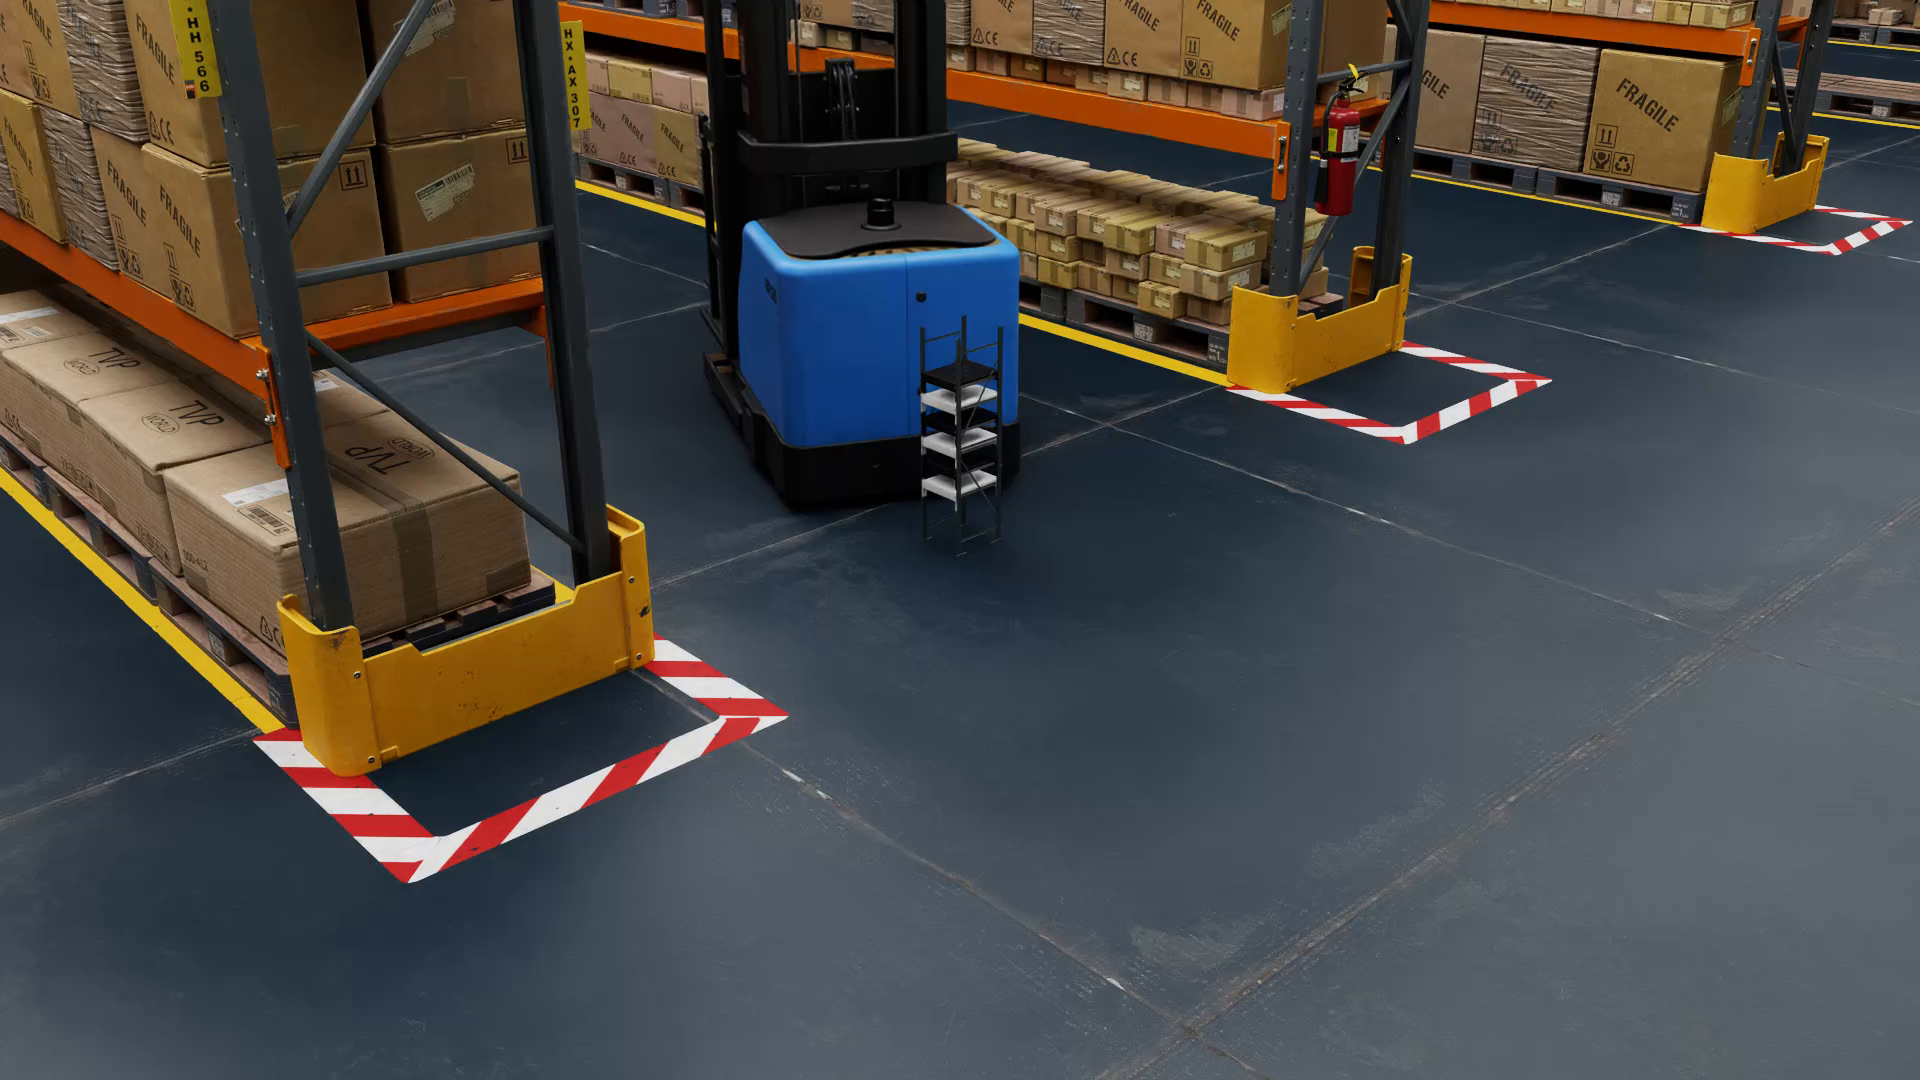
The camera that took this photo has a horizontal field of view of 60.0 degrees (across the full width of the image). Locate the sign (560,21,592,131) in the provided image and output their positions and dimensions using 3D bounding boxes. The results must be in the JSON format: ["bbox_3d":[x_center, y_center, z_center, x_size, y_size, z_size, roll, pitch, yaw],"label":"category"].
[{"bbox_3d":[-1.195,-1.429,5.131,0.100,0.325,0.005,-21,32,-38],"label":"sign"}]

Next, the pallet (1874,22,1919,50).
[{"bbox_3d":[11.436,-5.829,19.274,1.003,0.211,1.213,-21,32,-38],"label":"pallet"}]

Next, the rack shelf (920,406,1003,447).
[{"bbox_3d":[0.006,-0.459,6.534,0.258,0.077,0.200,-21,32,-38],"label":"rack shelf"}]

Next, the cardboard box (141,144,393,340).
[{"bbox_3d":[-2.127,-0.960,5.121,0.500,0.500,0.500,-21,32,-38],"label":"cardboard box"}]

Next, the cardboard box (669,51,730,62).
[{"bbox_3d":[-1.818,-3.501,12.412,0.500,0.250,0.500,-20,31,-37],"label":"cardboard box"}]

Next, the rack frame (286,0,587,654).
[{"bbox_3d":[-1.607,-0.843,4.984,0.949,2.616,0.053,-21,32,-38],"label":"rack frame"}]

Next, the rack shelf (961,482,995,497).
[{"bbox_3d":[0.006,-0.226,6.640,0.199,0.015,0.184,-21,32,-38],"label":"rack shelf"}]

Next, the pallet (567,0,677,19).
[{"bbox_3d":[-2.145,-4.027,12.195,1.003,0.211,1.213,-21,32,-38],"label":"pallet"}]

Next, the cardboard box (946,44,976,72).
[{"bbox_3d":[0.096,-2.812,9.604,0.380,0.149,0.250,-20,31,-36],"label":"cardboard box"}]

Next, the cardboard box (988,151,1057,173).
[{"bbox_3d":[0.391,-2.325,10.445,0.250,0.149,0.380,22,32,39],"label":"cardboard box"}]

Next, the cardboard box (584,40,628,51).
[{"bbox_3d":[-2.887,-3.666,12.775,0.500,0.250,0.500,-22,32,-39],"label":"cardboard box"}]

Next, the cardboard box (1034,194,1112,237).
[{"bbox_3d":[0.638,-1.829,9.357,0.380,0.149,0.250,-20,31,-37],"label":"cardboard box"}]

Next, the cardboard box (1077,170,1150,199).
[{"bbox_3d":[0.916,-2.092,9.933,0.380,0.149,0.250,-21,32,-38],"label":"cardboard box"}]

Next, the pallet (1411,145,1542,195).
[{"bbox_3d":[4.196,-2.976,13.019,1.003,0.211,1.213,-21,32,-38],"label":"pallet"}]

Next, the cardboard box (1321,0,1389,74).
[{"bbox_3d":[1.835,-2.674,8.518,0.500,0.500,0.500,-19,31,-36],"label":"cardboard box"}]

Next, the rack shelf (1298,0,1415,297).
[{"bbox_3d":[1.942,-2.280,8.133,0.949,2.616,0.053,-21,32,-38],"label":"rack shelf"}]

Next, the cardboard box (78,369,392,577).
[{"bbox_3d":[-2.760,-0.316,6.409,0.875,0.438,0.875,-20,31,-37],"label":"cardboard box"}]

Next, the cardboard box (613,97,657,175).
[{"bbox_3d":[-2.182,-3.009,12.238,0.500,0.500,0.500,-22,33,-40],"label":"cardboard box"}]

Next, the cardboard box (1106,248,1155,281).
[{"bbox_3d":[1.014,-1.544,9.091,0.250,0.149,0.380,22,33,40],"label":"cardboard box"}]

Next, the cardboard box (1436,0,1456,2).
[{"bbox_3d":[3.741,-4.176,12.593,0.380,0.149,0.250,-21,32,-38],"label":"cardboard box"}]

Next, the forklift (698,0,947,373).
[{"bbox_3d":[-3.636,-2.661,6.309,7.407,5.209,9.711,-8,26,-16],"label":"forklift"}]

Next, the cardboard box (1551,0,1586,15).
[{"bbox_3d":[4.446,-3.864,11.909,0.273,0.149,0.395,21,32,38],"label":"cardboard box"}]

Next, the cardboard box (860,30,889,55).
[{"bbox_3d":[-0.388,-3.075,10.178,0.250,0.149,0.380,22,33,39],"label":"cardboard box"}]

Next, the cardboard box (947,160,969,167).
[{"bbox_3d":[-0.161,-2.257,10.295,0.380,0.149,0.250,-22,33,-40],"label":"cardboard box"}]

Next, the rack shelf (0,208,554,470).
[{"bbox_3d":[-2.972,-1.123,6.463,1.077,0.370,4.000,-21,32,-38],"label":"rack shelf"}]

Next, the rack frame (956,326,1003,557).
[{"bbox_3d":[0.075,-0.376,6.490,0.240,0.900,0.006,-21,32,-38],"label":"rack frame"}]

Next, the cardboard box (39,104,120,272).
[{"bbox_3d":[-2.818,-1.270,5.799,0.500,0.500,0.500,-20,31,-37],"label":"cardboard box"}]

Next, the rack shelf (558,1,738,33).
[{"bbox_3d":[-2.161,-3.858,12.224,0.919,0.124,3.809,-21,32,-38],"label":"rack shelf"}]

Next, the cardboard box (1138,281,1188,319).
[{"bbox_3d":[1.178,-1.322,8.963,0.380,0.149,0.250,-20,31,-37],"label":"cardboard box"}]

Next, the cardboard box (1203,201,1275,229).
[{"bbox_3d":[1.553,-1.748,9.180,0.380,0.149,0.250,-21,32,-38],"label":"cardboard box"}]

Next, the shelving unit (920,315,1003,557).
[{"bbox_3d":[-1.090,-4.804,12.405,8.426,4.047,12.137,-21,32,-38],"label":"shelving unit"}]

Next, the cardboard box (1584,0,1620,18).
[{"bbox_3d":[4.625,-3.786,11.738,0.380,0.149,0.250,-21,32,-38],"label":"cardboard box"}]

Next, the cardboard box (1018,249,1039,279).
[{"bbox_3d":[0.490,-1.646,9.673,0.380,0.149,0.250,-20,32,-37],"label":"cardboard box"}]

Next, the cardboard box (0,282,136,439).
[{"bbox_3d":[-3.988,-0.860,7.603,0.875,0.438,0.875,-22,32,-39],"label":"cardboard box"}]

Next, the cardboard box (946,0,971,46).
[{"bbox_3d":[0.022,-3.139,9.538,0.500,0.500,0.500,-22,33,-39],"label":"cardboard box"}]

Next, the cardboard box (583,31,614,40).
[{"bbox_3d":[-2.869,-3.965,13.429,0.500,0.250,0.500,-22,33,-40],"label":"cardboard box"}]

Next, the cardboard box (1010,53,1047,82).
[{"bbox_3d":[0.501,-2.674,9.300,0.380,0.149,0.250,-21,32,-38],"label":"cardboard box"}]

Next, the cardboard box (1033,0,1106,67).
[{"bbox_3d":[0.743,-2.831,8.863,0.500,0.500,0.500,-21,32,-38],"label":"cardboard box"}]

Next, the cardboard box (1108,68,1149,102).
[{"bbox_3d":[0.994,-2.411,8.725,0.380,0.149,0.250,-20,31,-37],"label":"cardboard box"}]

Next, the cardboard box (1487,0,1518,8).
[{"bbox_3d":[4.101,-4.019,12.247,0.380,0.149,0.250,-20,32,-37],"label":"cardboard box"}]

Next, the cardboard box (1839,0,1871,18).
[{"bbox_3d":[10.726,-6.647,20.188,0.500,0.500,0.500,-21,32,-38],"label":"cardboard box"}]

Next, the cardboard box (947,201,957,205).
[{"bbox_3d":[0.004,-2.032,10.161,0.380,0.149,0.250,-19,31,-36],"label":"cardboard box"}]

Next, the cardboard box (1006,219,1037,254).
[{"bbox_3d":[0.489,-1.780,9.609,0.380,0.149,0.250,-19,31,-36],"label":"cardboard box"}]

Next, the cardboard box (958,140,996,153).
[{"bbox_3d":[0.018,-2.482,10.788,0.380,0.149,0.250,-22,32,-39],"label":"cardboard box"}]

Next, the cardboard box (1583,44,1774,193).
[{"bbox_3d":[5.134,-3.051,11.877,0.875,0.875,0.875,-21,32,-38],"label":"cardboard box"}]

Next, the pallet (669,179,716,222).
[{"bbox_3d":[-1.327,-2.457,11.882,1.003,0.211,1.213,-21,32,-38],"label":"pallet"}]
